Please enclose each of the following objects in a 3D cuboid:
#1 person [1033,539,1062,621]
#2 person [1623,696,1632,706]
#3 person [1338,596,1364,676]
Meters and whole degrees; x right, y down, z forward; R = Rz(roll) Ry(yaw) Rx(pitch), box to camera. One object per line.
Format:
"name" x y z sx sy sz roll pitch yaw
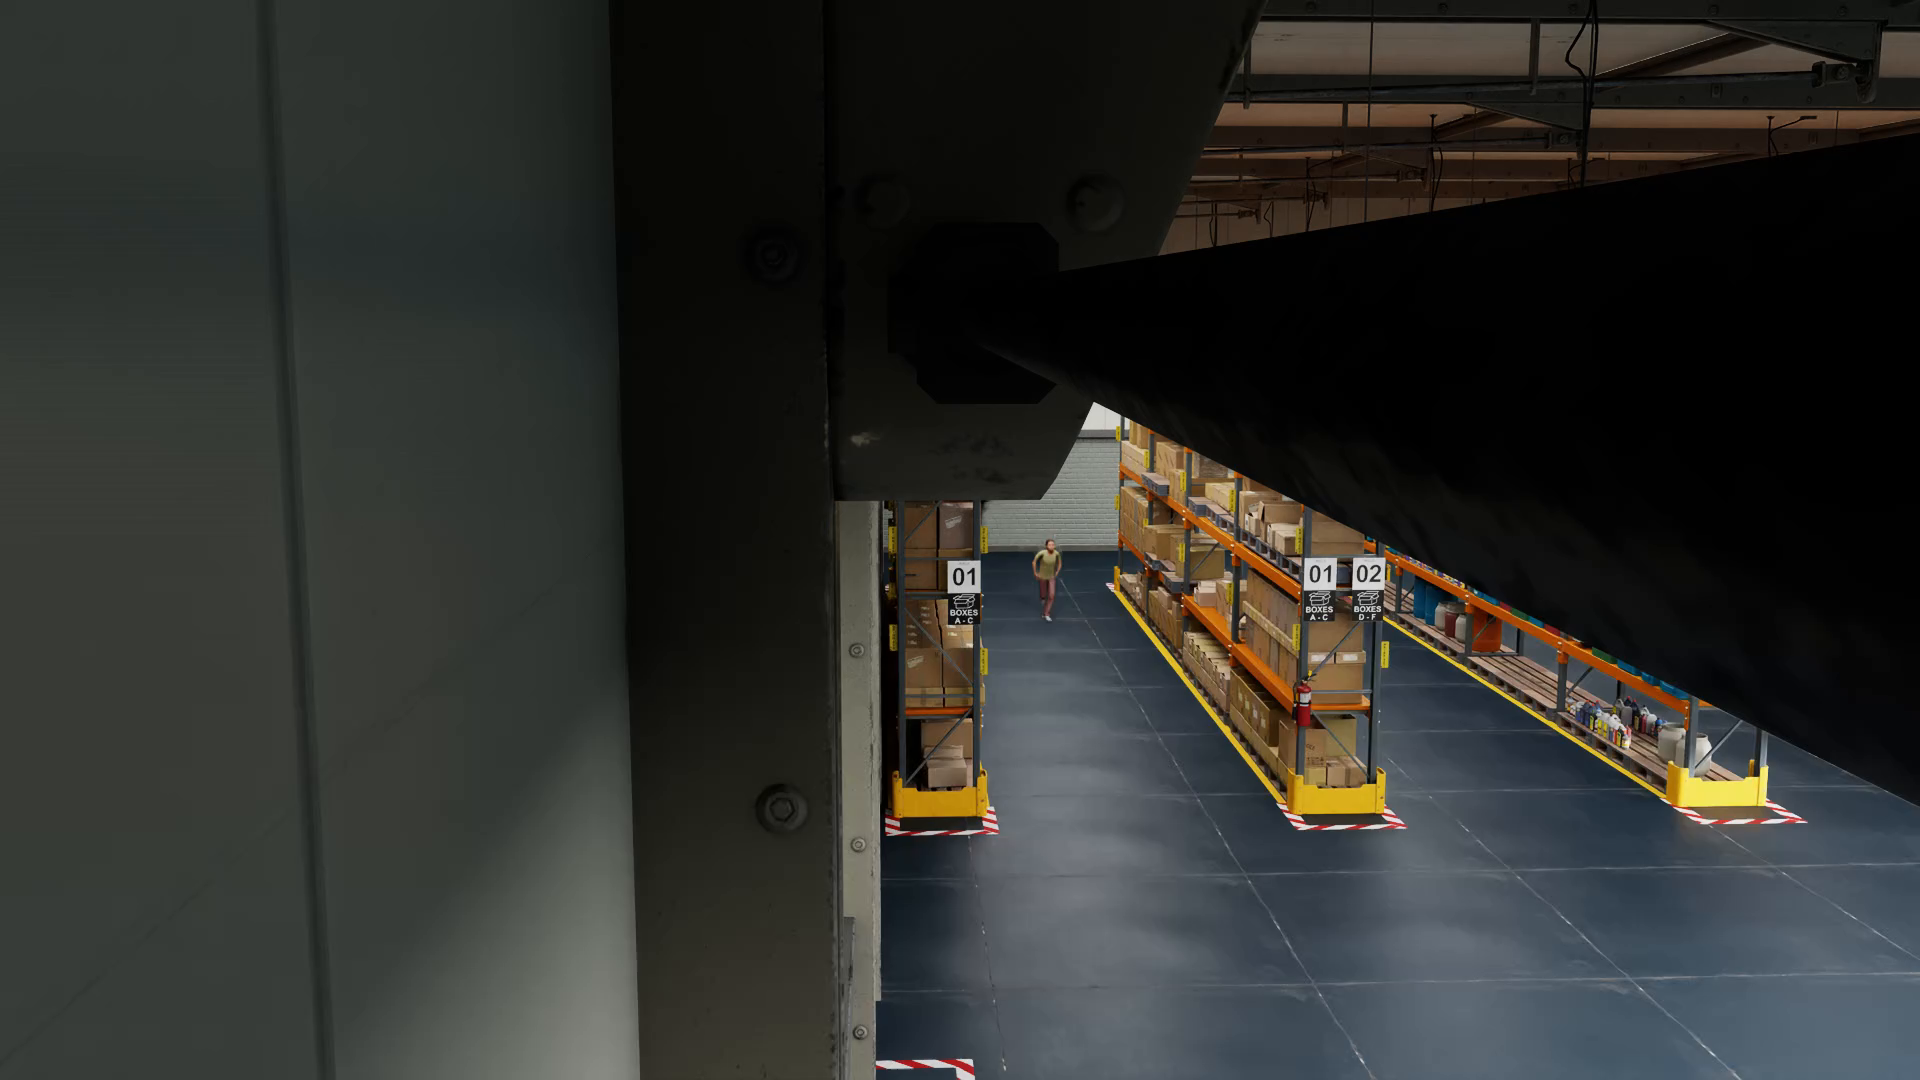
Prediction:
"person" 1.745 0.767 33.308 0.600 1.638 0.756 -1 8 -8
"person" 11.835 -0.043 32.716 18.572 3.394 21.253 4 9 25
"person" 15.524 0.748 33.249 19.947 1.618 7.154 -2 8 -11
